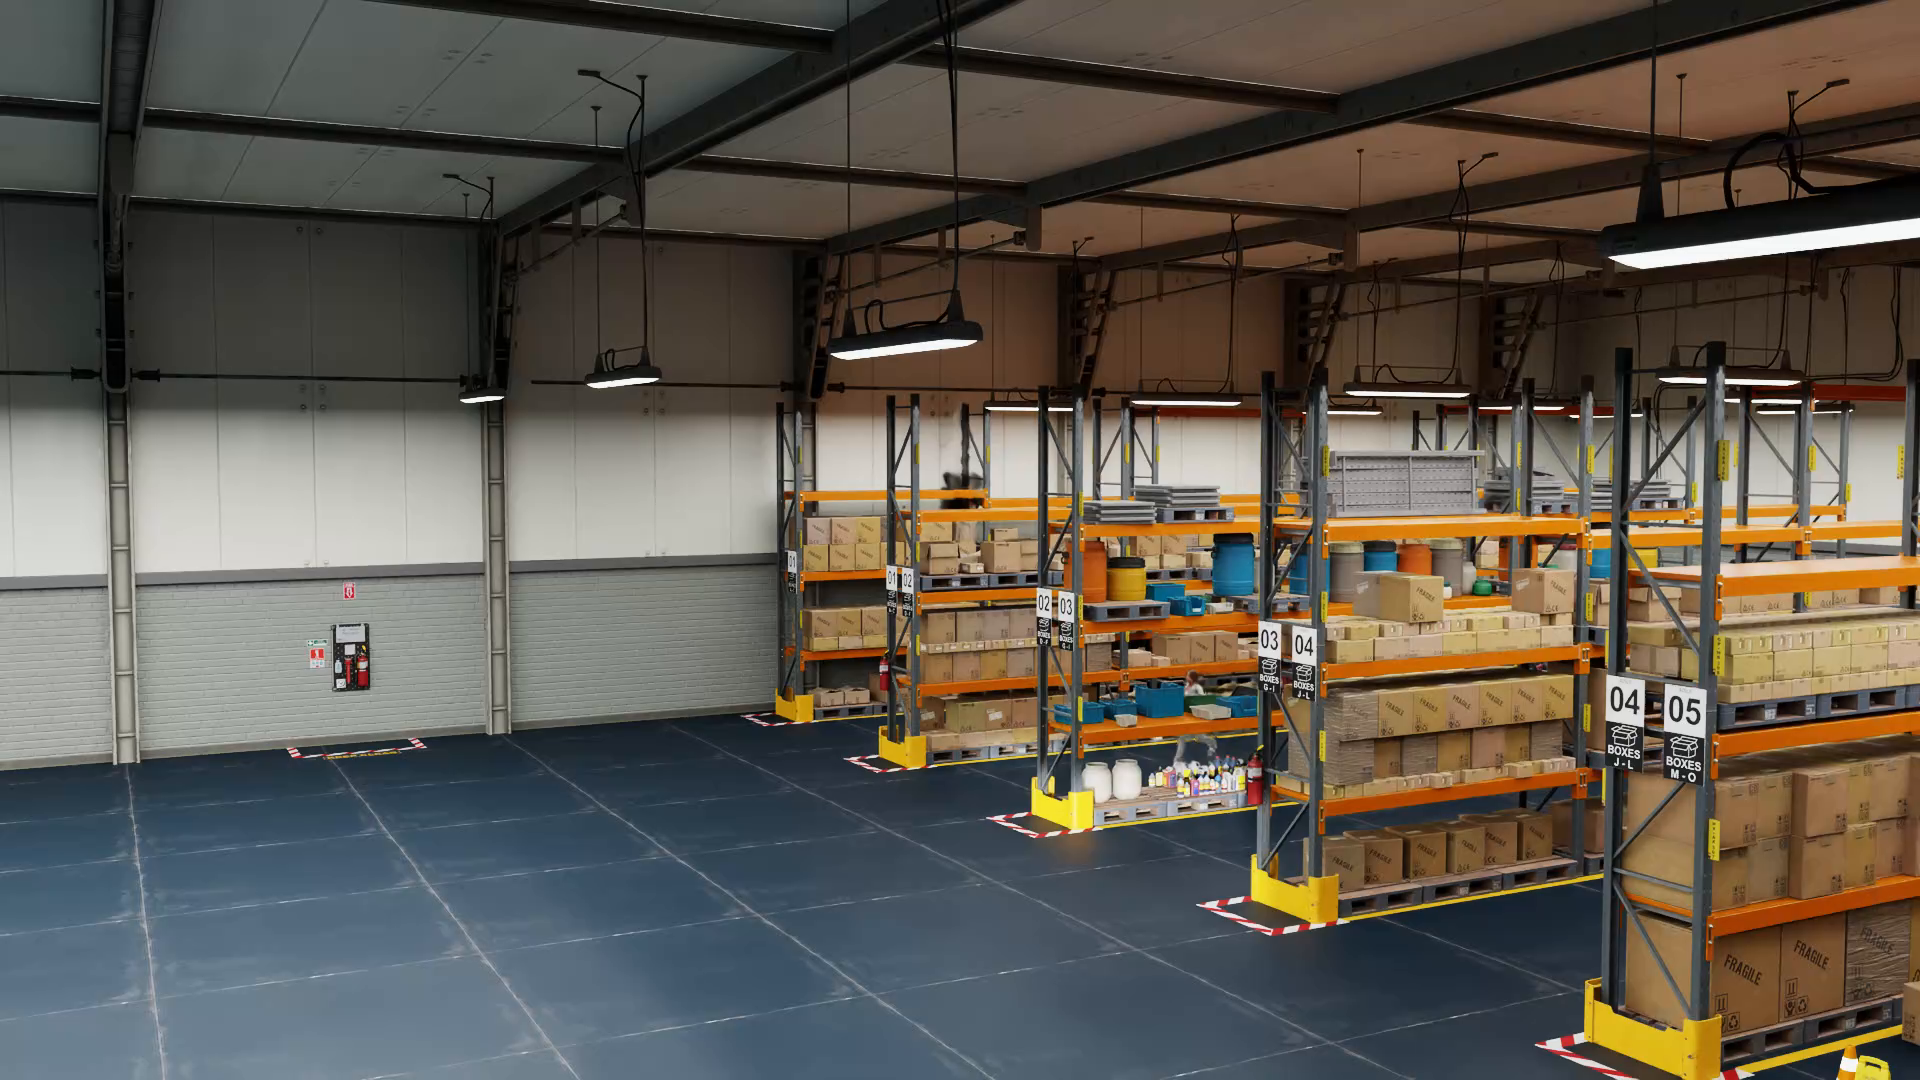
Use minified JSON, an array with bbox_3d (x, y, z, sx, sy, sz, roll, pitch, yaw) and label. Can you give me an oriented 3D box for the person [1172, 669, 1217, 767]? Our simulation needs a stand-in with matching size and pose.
[{"bbox_3d":[3.774,2.867,26.677,1.035,1.599,0.506,-3,5,-44],"label":"person"}]
